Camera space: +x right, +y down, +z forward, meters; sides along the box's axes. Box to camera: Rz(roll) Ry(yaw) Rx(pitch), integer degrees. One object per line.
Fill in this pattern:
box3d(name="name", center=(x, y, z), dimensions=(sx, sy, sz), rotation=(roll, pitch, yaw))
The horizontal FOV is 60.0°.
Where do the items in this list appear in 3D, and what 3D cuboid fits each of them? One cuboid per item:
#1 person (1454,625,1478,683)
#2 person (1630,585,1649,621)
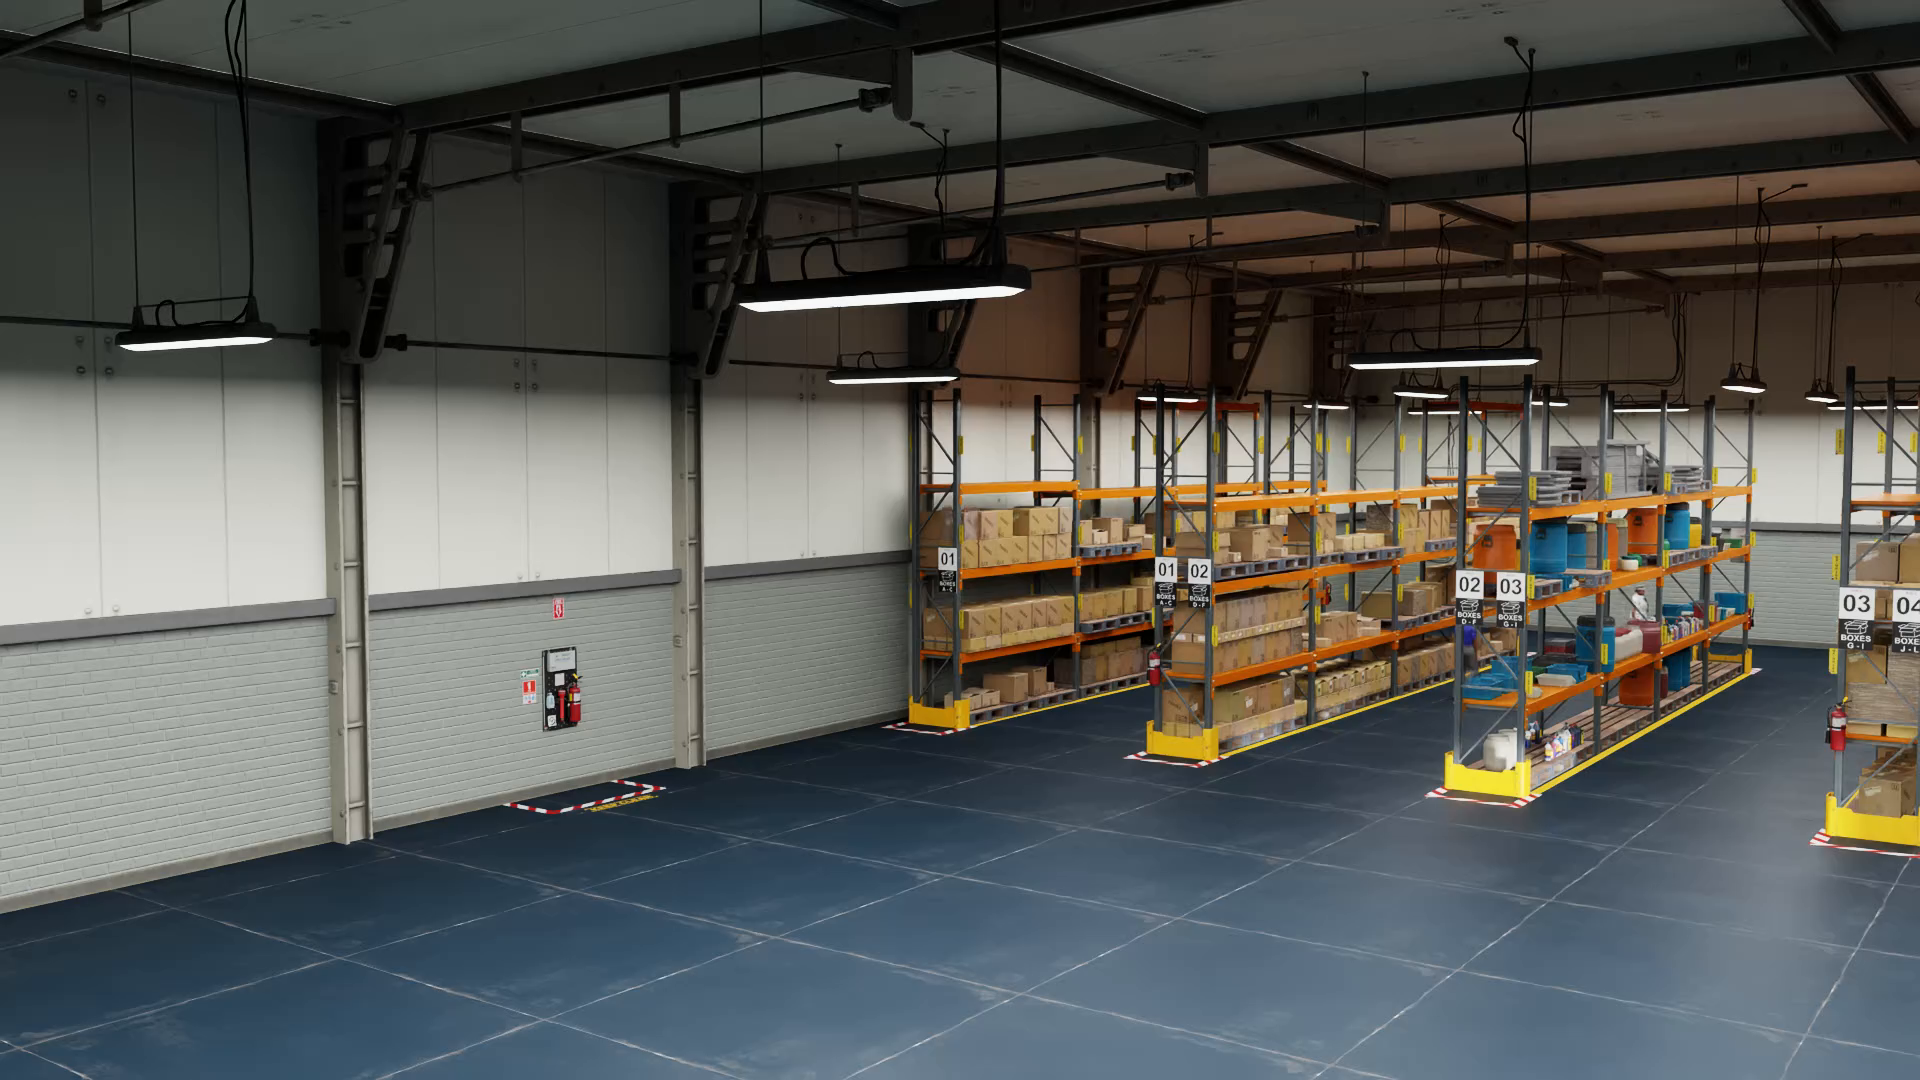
box3d(name="person", center=(10.108, 2.289, 33.198), dimensions=(0.516, 1.653, 0.486), rotation=(2, 4, 30))
box3d(name="person", center=(16.171, 1.861, 39.773), dimensions=(0.499, 1.592, 0.482), rotation=(-2, 4, -35))
